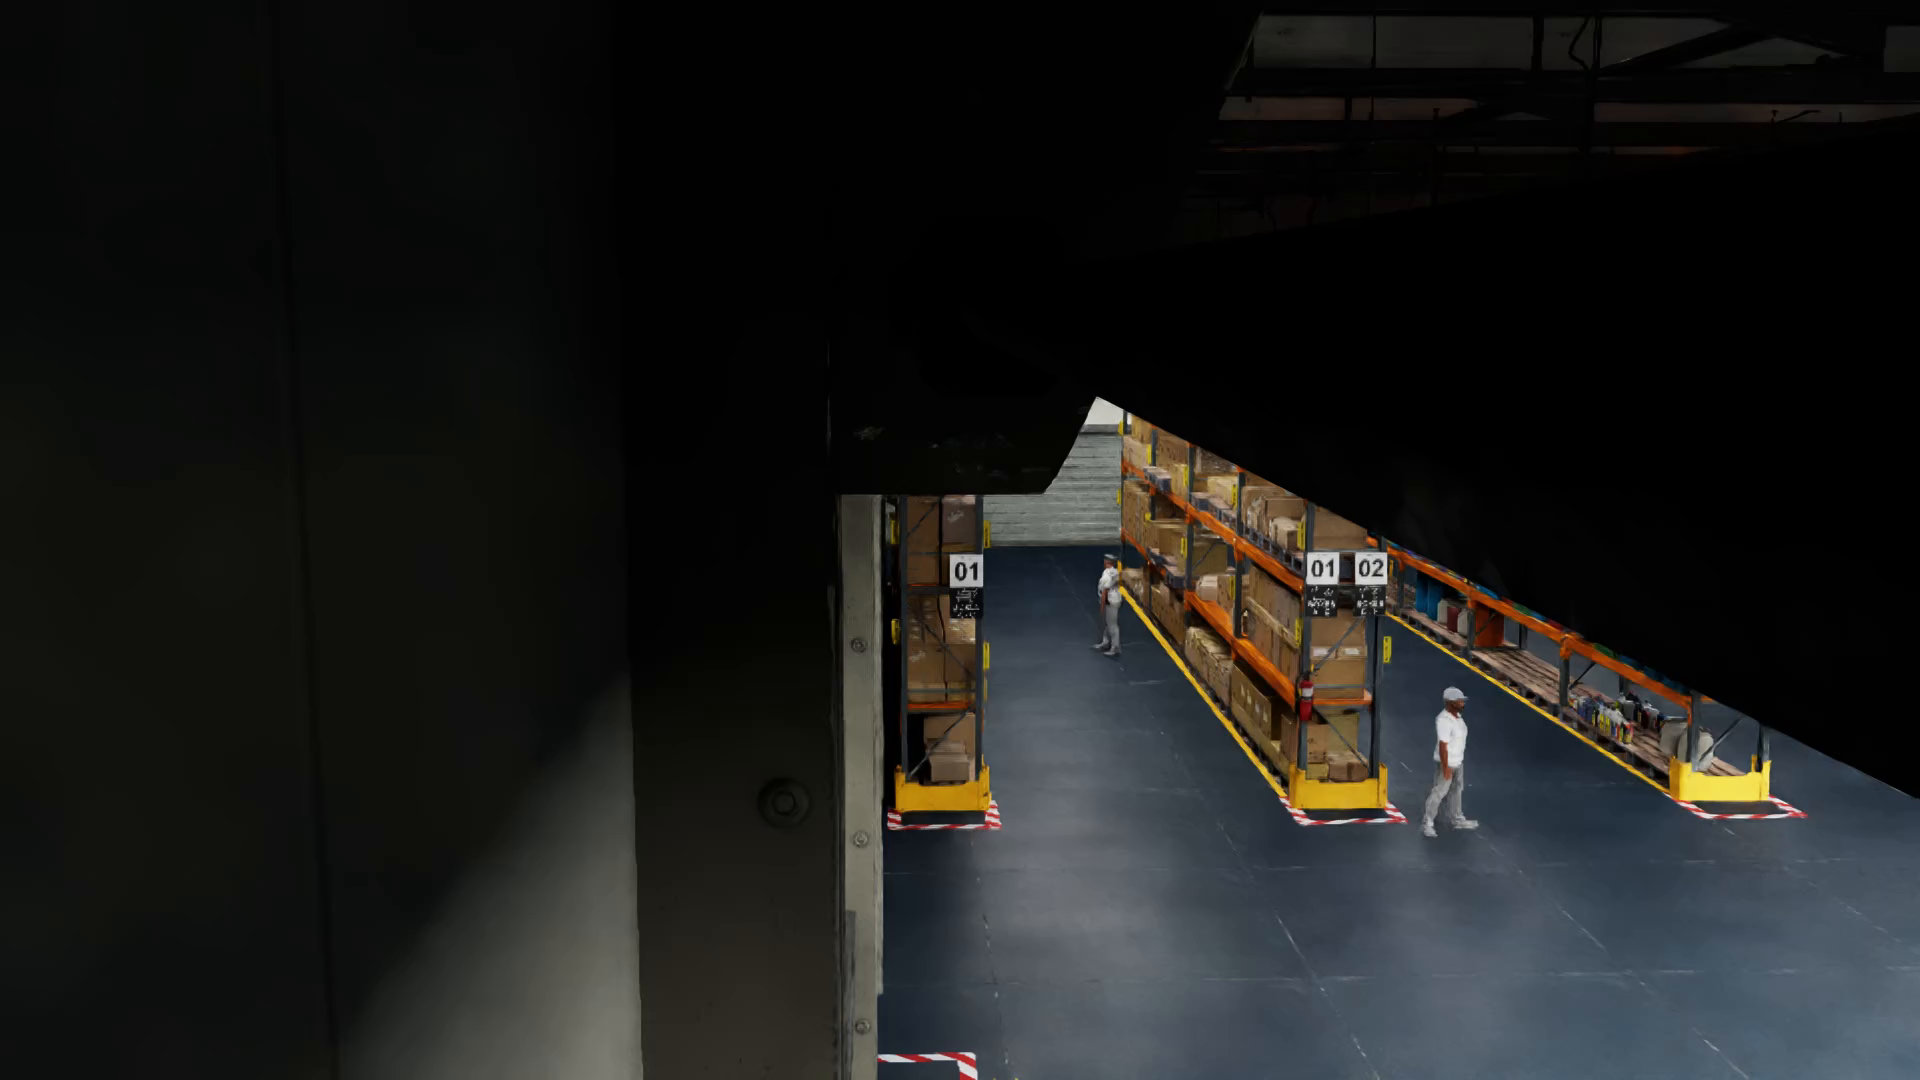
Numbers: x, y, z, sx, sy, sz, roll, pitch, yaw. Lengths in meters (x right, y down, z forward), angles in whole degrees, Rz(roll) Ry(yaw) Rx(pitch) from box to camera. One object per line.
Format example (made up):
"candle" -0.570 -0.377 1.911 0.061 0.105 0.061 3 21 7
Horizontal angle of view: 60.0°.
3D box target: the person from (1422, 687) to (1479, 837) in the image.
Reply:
"person" 5.770 2.584 19.530 0.534 1.759 0.717 5 10 33

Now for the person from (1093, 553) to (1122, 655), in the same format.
"person" 2.618 1.116 29.497 0.589 1.736 0.668 3 9 20
